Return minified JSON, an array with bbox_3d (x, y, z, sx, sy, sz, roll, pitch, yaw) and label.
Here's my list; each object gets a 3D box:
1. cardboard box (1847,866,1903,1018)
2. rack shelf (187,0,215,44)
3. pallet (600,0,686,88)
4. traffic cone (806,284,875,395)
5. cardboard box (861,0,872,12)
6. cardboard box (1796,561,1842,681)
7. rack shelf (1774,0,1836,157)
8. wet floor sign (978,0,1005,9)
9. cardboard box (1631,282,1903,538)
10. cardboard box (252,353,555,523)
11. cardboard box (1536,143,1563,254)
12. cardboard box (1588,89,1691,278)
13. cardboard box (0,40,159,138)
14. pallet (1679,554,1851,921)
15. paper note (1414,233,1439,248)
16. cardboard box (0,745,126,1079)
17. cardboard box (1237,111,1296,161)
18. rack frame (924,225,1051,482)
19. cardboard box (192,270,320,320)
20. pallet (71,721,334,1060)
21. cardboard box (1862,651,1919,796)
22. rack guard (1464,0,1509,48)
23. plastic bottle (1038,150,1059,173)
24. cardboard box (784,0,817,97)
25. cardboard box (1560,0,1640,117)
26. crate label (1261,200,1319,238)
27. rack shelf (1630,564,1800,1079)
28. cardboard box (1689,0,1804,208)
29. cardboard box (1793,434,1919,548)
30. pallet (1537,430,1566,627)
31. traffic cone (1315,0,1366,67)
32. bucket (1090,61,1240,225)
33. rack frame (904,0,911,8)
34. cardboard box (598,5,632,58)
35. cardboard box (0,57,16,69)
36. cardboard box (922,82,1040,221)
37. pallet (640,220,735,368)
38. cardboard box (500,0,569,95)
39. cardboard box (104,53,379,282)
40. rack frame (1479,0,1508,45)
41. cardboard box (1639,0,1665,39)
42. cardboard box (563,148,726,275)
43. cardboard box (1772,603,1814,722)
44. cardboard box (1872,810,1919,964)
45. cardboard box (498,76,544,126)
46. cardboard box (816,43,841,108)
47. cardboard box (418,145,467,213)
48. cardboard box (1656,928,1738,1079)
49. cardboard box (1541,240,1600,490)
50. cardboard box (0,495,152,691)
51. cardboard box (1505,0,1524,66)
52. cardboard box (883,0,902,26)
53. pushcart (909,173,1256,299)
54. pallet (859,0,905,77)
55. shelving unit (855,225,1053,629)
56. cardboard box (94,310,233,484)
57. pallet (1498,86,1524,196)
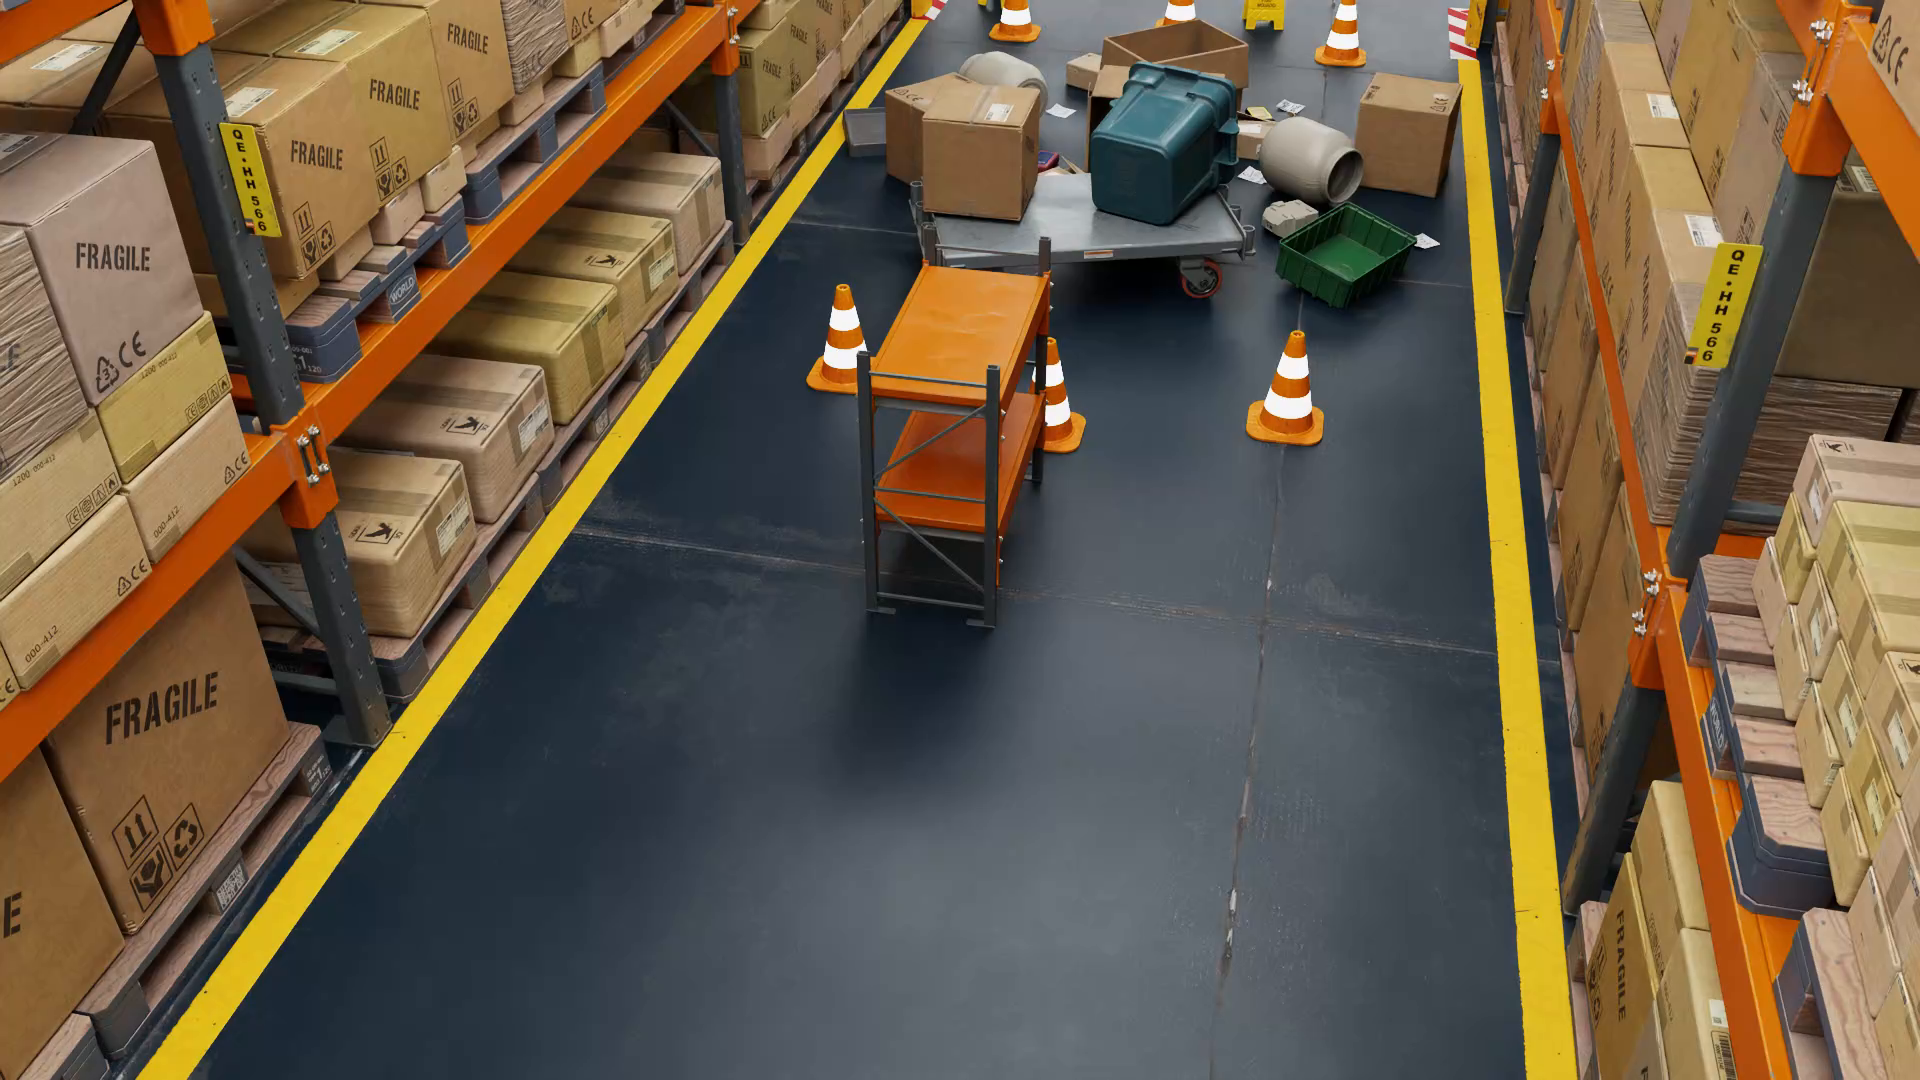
[{"bbox_3d":[1.849,0.758,3.005,0.380,0.149,0.250,8,37,11],"label":"cardboard box"},{"bbox_3d":[-2.063,-2.654,5.913,1.077,0.370,4.000,7,37,10],"label":"rack shelf"},{"bbox_3d":[-1.942,-2.380,7.641,1.003,0.211,1.213,7,37,10],"label":"pallet"},{"bbox_3d":[-0.533,-0.964,7.685,0.336,0.463,0.334,7,37,10],"label":"traffic cone"},{"bbox_3d":[-0.806,-3.739,10.699,0.500,0.500,0.500,9,37,12],"label":"cardboard box"},{"bbox_3d":[2.011,0.197,3.524,0.380,0.149,0.250,9,37,12],"label":"cardboard box"},{"bbox_3d":[2.794,-2.091,5.137,1.077,0.370,4.000,7,37,10],"label":"rack shelf"},{"bbox_3d":[0.304,-4.192,11.984,0.267,0.644,0.232,20,41,26],"label":"wet floor sign"},{"bbox_3d":[2.201,-0.354,4.597,0.500,0.500,0.500,7,37,10],"label":"cardboard box"},{"bbox_3d":[-2.210,-0.437,6.678,0.950,0.372,0.625,7,36,9],"label":"cardboard box"},{"bbox_3d":[3.424,-1.976,8.374,0.875,0.875,0.875,8,37,11],"label":"cardboard box"},{"bbox_3d":[2.521,-1.221,5.793,0.500,0.500,0.500,8,37,11],"label":"cardboard box"},{"bbox_3d":[-2.665,-1.211,5.168,0.500,0.500,0.500,6,36,9],"label":"cardboard box"},{"bbox_3d":[2.319,0.478,3.698,1.213,0.211,1.003,7,37,10],"label":"pallet"},{"bbox_3d":[2.480,-1.612,8.947,0.147,0.020,0.142,-17,39,-22],"label":"paper note"},{"bbox_3d":[-2.914,1.003,4.263,0.875,0.875,0.875,8,37,11],"label":"cardboard box"},{"bbox_3d":[1.789,-2.424,9.868,0.396,0.266,0.258,14,38,18],"label":"cardboard box"},{"bbox_3d":[0.107,-0.743,6.817,0.500,1.125,0.032,7,37,10],"label":"rack frame"},{"bbox_3d":[-2.240,-0.815,5.175,0.380,0.149,0.250,5,36,7],"label":"cardboard box"},{"bbox_3d":[-2.733,0.987,5.208,1.003,0.211,1.213,7,37,10],"label":"pallet"},{"bbox_3d":[1.910,0.356,3.052,0.380,0.149,0.250,6,36,8],"label":"cardboard box"},{"bbox_3d":[4.081,-3.610,11.304,1.175,0.500,0.348,7,37,10],"label":"rack guard"},{"bbox_3d":[0.471,-2.192,9.723,0.133,0.061,0.283,14,38,18],"label":"plastic bottle"},{"bbox_3d":[-1.144,-2.851,9.473,0.500,0.500,0.500,9,37,12],"label":"cardboard box"},{"bbox_3d":[2.846,-2.088,6.989,0.500,0.500,0.500,8,37,10],"label":"cardboard box"},{"bbox_3d":[1.799,-1.740,9.034,0.298,0.136,0.250,-17,39,-22],"label":"crate label"},{"bbox_3d":[1.940,1.416,2.853,1.077,0.370,4.000,7,37,10],"label":"rack shelf"},{"bbox_3d":[2.686,-1.308,5.061,0.700,0.500,0.500,7,36,9],"label":"cardboard box"},{"bbox_3d":[2.078,-0.088,3.664,0.380,0.149,0.250,7,37,10],"label":"cardboard box"},{"bbox_3d":[2.871,-0.032,6.615,1.003,0.211,1.213,7,37,10],"label":"pallet"},{"bbox_3d":[2.575,-3.454,11.122,0.336,0.463,0.334,7,37,10],"label":"traffic cone"},{"bbox_3d":[0.998,-1.972,8.409,0.726,0.611,0.620,20,51,26],"label":"bucket"},{"bbox_3d":[-0.782,-5.171,11.328,1.000,3.000,0.127,7,37,10],"label":"rack frame"},{"bbox_3d":[-1.621,-2.168,7.042,0.380,0.149,0.250,8,37,10],"label":"cardboard box"},{"bbox_3d":[-6.059,-2.790,10.029,0.500,0.250,0.500,8,37,10],"label":"cardboard box"},{"bbox_3d":[0.109,-1.966,8.391,0.500,0.500,0.500,7,37,10],"label":"cardboard box"},{"bbox_3d":[-1.801,-1.302,8.366,1.003,0.211,1.213,7,37,10],"label":"pallet"},{"bbox_3d":[-1.843,-2.035,6.305,0.500,0.500,0.500,6,36,8],"label":"cardboard box"},{"bbox_3d":[-2.168,-1.144,5.076,0.500,0.500,0.500,6,36,9],"label":"cardboard box"},{"bbox_3d":[4.075,-4.608,10.552,1.000,3.000,0.127,7,37,10],"label":"rack frame"},{"bbox_3d":[3.013,-2.180,6.264,0.700,0.500,0.500,7,36,9],"label":"cardboard box"},{"bbox_3d":[-1.746,-1.682,8.397,0.950,0.372,0.625,8,37,11],"label":"cardboard box"},{"bbox_3d":[2.017,0.295,3.643,0.380,0.149,0.250,9,37,12],"label":"cardboard box"},{"bbox_3d":[1.850,0.638,2.916,0.380,0.149,0.250,7,37,10],"label":"cardboard box"},{"bbox_3d":[-1.847,-1.736,6.445,0.380,0.149,0.250,8,37,11],"label":"cardboard box"},{"bbox_3d":[-1.033,-2.850,10.112,0.500,0.250,0.500,7,36,9],"label":"cardboard box"},{"bbox_3d":[-1.964,-1.280,5.816,0.380,0.149,0.250,8,37,10],"label":"cardboard box"},{"bbox_3d":[1.875,1.173,3.709,0.500,0.250,0.500,7,37,9],"label":"cardboard box"},{"bbox_3d":[2.967,-0.654,6.656,1.050,0.750,0.750,7,37,10],"label":"cardboard box"},{"bbox_3d":[-2.439,0.094,4.192,0.500,0.250,0.500,8,37,11],"label":"cardboard box"},{"bbox_3d":[3.995,-3.521,10.504,0.875,0.875,0.875,8,37,10],"label":"cardboard box"},{"bbox_3d":[-0.697,-3.716,11.307,0.500,0.250,0.500,7,37,10],"label":"cardboard box"},{"bbox_3d":[0.602,-1.558,8.579,1.648,0.377,0.936,-5,36,-6],"label":"pushcart"},{"bbox_3d":[-1.006,-3.537,11.450,1.003,0.211,1.213,7,37,10],"label":"pallet"},{"bbox_3d":[-0.001,-0.452,6.415,0.538,1.125,1.048,7,37,10],"label":"shelving unit"},{"bbox_3d":[-2.346,-0.416,4.470,0.500,0.250,0.500,7,37,10],"label":"cardboard box"},{"bbox_3d":[3.718,-2.313,9.762,1.003,0.211,1.213,7,37,10],"label":"pallet"}]
